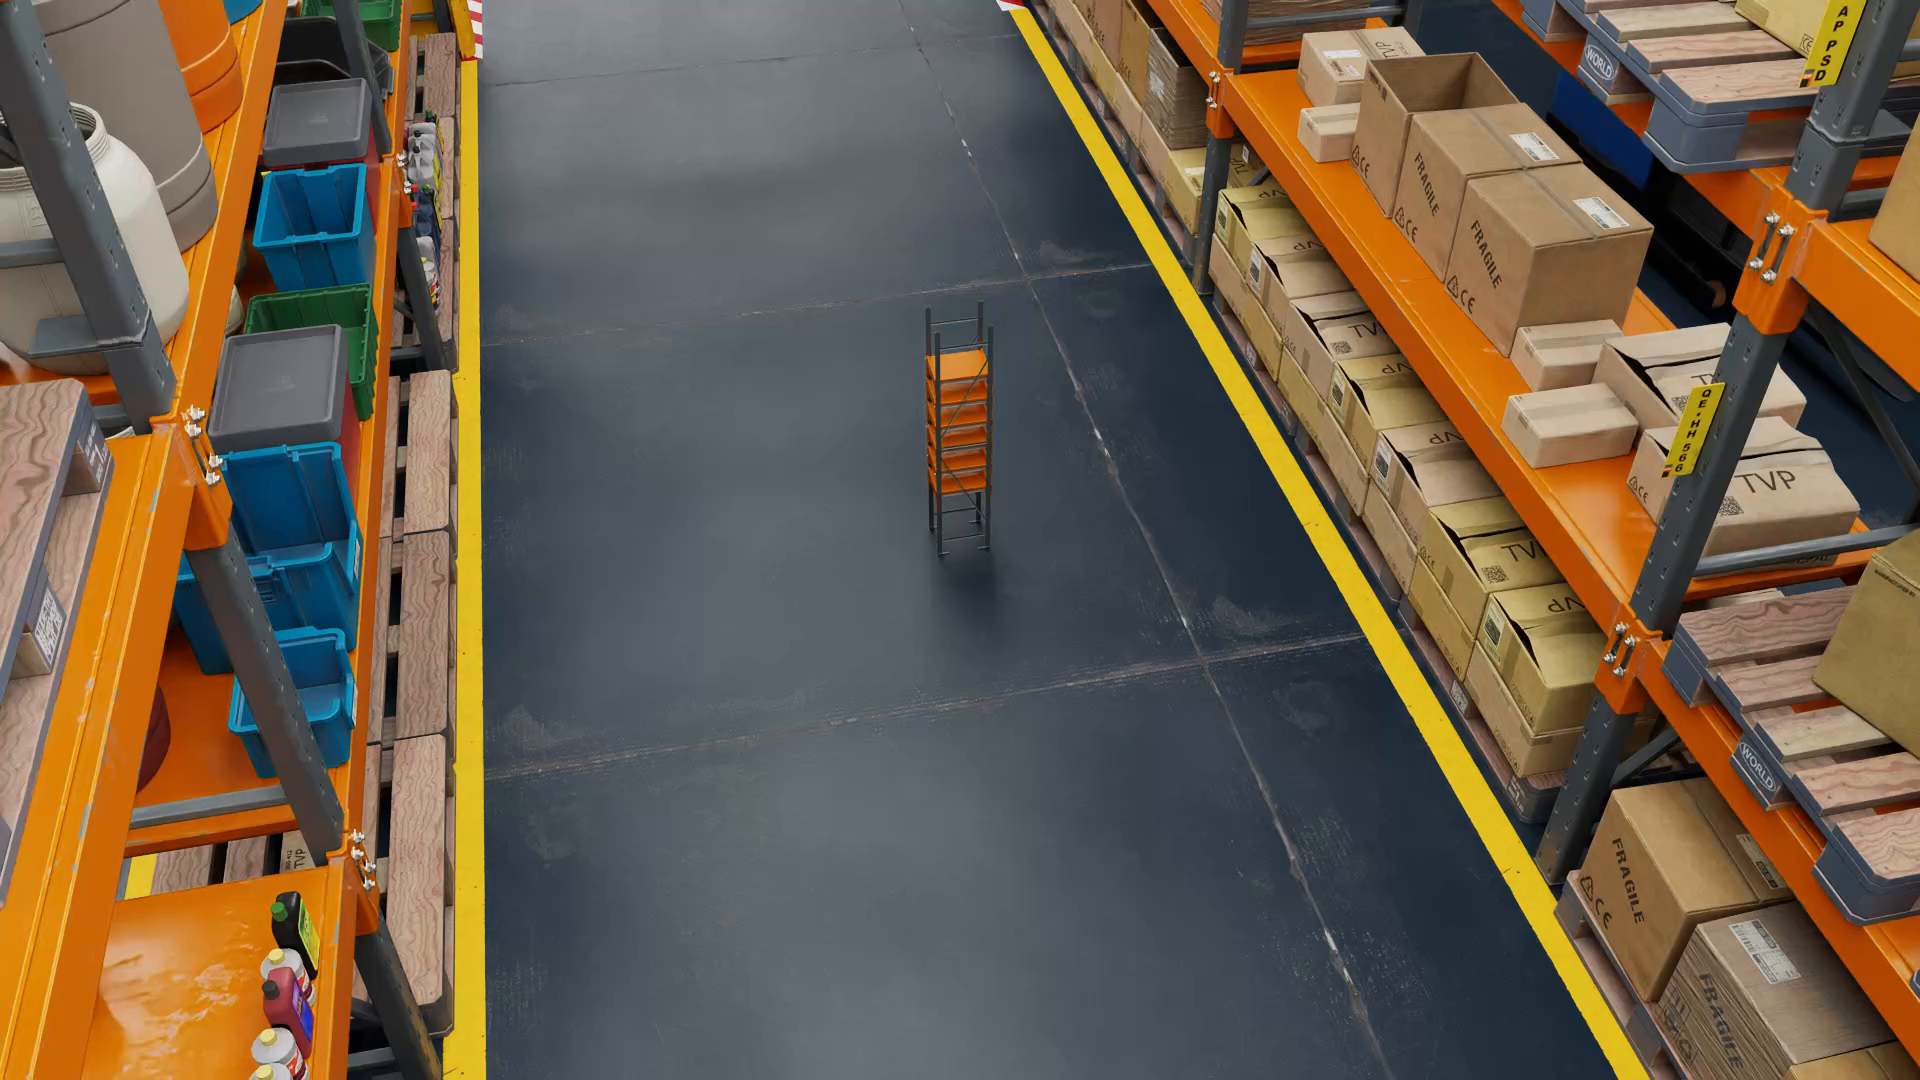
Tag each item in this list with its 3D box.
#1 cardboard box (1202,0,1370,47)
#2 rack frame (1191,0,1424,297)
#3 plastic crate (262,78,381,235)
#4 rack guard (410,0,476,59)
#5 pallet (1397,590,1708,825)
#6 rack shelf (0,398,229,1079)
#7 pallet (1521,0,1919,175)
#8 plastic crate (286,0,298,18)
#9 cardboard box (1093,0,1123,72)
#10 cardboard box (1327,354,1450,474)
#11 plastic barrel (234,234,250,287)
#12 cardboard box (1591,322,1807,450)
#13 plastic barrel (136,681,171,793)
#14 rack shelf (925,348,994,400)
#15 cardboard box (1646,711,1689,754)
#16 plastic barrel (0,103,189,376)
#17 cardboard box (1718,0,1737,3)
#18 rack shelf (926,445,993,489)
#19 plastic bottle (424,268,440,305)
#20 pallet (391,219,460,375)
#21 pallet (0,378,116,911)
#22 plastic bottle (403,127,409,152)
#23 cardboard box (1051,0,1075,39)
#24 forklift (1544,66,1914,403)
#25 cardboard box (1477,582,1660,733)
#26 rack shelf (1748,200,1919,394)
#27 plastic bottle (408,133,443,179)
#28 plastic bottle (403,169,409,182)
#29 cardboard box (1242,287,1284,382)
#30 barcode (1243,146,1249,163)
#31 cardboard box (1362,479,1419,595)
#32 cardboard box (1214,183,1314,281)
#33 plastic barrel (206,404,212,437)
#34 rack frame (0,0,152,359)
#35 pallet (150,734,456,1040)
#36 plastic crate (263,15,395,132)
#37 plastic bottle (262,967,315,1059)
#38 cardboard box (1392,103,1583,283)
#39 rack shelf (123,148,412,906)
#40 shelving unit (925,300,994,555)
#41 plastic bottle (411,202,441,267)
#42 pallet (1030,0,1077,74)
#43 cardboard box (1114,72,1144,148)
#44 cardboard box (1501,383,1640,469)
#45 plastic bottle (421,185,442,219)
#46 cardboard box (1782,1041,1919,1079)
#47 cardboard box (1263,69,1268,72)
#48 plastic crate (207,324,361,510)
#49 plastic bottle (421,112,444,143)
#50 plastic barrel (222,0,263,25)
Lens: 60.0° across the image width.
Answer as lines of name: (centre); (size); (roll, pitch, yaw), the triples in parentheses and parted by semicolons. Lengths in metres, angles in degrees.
cardboard box: (1.668, -2.876, 8.437); (0.700, 0.500, 0.500); (-9, 42, -10)
rack frame: (1.769, -2.552, 8.147); (1.000, 3.000, 0.127); (-8, 42, -9)
plastic crate: (-2.665, -1.599, 7.025); (0.402, 0.464, 0.583); (-8, 42, -9)
rack guard: (-3.869, -3.460, 11.053); (1.175, 0.500, 0.348); (-8, 42, -9)
pallet: (2.493, 0.544, 6.760); (1.003, 0.211, 1.213); (-8, 42, -9)
rack shelf: (-1.773, 1.192, 2.212); (1.077, 0.370, 4.000); (-8, 42, -9)
pallet: (2.399, -1.438, 4.774); (1.213, 0.211, 1.003); (-7, 42, -7)
plastic crate: (-3.666, -2.762, 8.583); (0.530, 0.136, 0.437); (-8, 42, -9)
cardboard box: (1.126, -3.202, 10.069); (0.500, 0.500, 0.500); (-8, 42, -9)
cardboard box: (1.949, -0.591, 7.270); (0.500, 0.311, 0.500); (-7, 42, -8)
plastic barrel: (-3.076, -1.244, 6.571); (0.433, 0.535, 0.433); (0, 42, 0)
cardboard box: (2.629, -0.533, 5.940); (0.500, 0.311, 0.500); (-9, 42, -10)
plastic barrel: (-2.601, 0.440, 4.674); (0.600, 0.536, 0.708); (-8, 42, -9)
rack shelf: (-0.003, -0.694, 6.935); (0.258, 0.103, 0.180); (-8, 42, -9)
cardboard box: (2.807, 0.530, 6.430); (0.500, 0.250, 0.500); (-8, 42, -9)
plastic barrel: (-1.972, -0.661, 3.673); (0.421, 0.512, 0.421); (0, 42, 0)
cardboard box: (2.349, -1.805, 4.843); (0.500, 0.250, 0.500); (-7, 42, -8)
rack shelf: (-0.003, -0.335, 7.253); (0.258, 0.103, 0.180); (-8, 42, -9)
plastic bottle: (-2.731, -1.298, 8.511); (0.097, 0.201, 0.097); (0, 42, 0)
pallet: (-3.172, -1.243, 8.773); (1.003, 0.211, 1.213); (-8, 42, -9)
pallet: (-2.135, 0.207, 2.922); (1.003, 0.211, 1.213); (-8, 42, -9)
plastic bottle: (-3.183, -2.276, 9.551); (0.061, 0.283, 0.133); (-8, 42, -9)
cardboard box: (0.916, -3.571, 11.050); (0.500, 0.250, 0.500); (-8, 42, -9)
forklift: (4.416, -2.615, 8.269); (1.130, 2.935, 3.031); (-11, 43, -12)
cardboard box: (2.279, 0.398, 6.156); (0.500, 0.311, 0.500); (-7, 42, -8)
rack shelf: (3.065, 0.484, 3.009); (1.077, 0.370, 4.000); (-8, 42, -9)
plastic bottle: (-3.049, -2.199, 9.469); (0.152, 0.276, 0.135); (-9, 42, -10)
plastic bottle: (-3.109, -1.934, 9.171); (0.152, 0.276, 0.135); (-8, 42, -9)
cardboard box: (1.724, -1.052, 8.213); (0.500, 0.250, 0.500); (-7, 42, -8)
barcode: (1.418, -1.916, 8.259); (0.001, 0.075, 0.075); (-8, 42, -9)
cardboard box: (2.061, -0.054, 7.088); (0.500, 0.250, 0.500); (-7, 42, -8)
cardboard box: (1.615, -1.587, 8.393); (0.500, 0.311, 0.500); (-8, 42, -9)
plastic barrel: (-2.824, -0.488, 5.720); (0.433, 0.535, 0.433); (0, 42, 0)
rack frame: (-2.205, -1.496, 2.438); (1.000, 3.000, 0.127); (-8, 42, -9)
pallet: (-2.334, 1.283, 5.927); (1.003, 0.211, 1.213); (-8, 42, -9)
plastic crate: (-3.057, -2.179, 7.774); (0.767, 0.338, 0.504); (-8, 42, -9)
plastic bottle: (-1.651, 1.142, 4.073); (0.061, 0.283, 0.133); (-8, 42, -9)
cardboard box: (2.141, -1.423, 6.800); (0.500, 0.500, 0.500); (-8, 42, -9)
rack shelf: (-2.636, -0.279, 6.129); (1.077, 0.370, 4.000); (-8, 42, -9)
shelving unit: (-0.003, -0.458, 7.144); (0.258, 1.200, 0.189); (-8, 42, -9)
plastic bottle: (-2.837, -1.601, 8.740); (0.144, 0.351, 0.185); (-7, 42, -8)
pallet: (1.112, -3.612, 11.442); (1.003, 0.211, 1.213); (-8, 42, -9)
cardboard box: (1.235, -2.598, 9.954); (0.500, 0.250, 0.500); (-8, 42, -9)
cardboard box: (2.169, -0.409, 5.922); (0.380, 0.149, 0.250); (-8, 42, -9)
plastic bottle: (-2.916, -1.855, 9.138); (0.097, 0.201, 0.097); (0, 42, 0)
cardboard box: (2.674, 1.811, 4.783); (0.500, 0.500, 0.500); (-9, 42, -10)
cardboard box: (1.859, -2.630, 9.425); (0.500, 0.500, 0.500); (-8, 42, -9)
plastic crate: (-2.255, -0.367, 5.638); (0.402, 0.464, 0.583); (-8, 42, -9)
plastic bottle: (-3.107, -2.428, 9.784); (0.097, 0.201, 0.097); (0, 42, 0)
plastic barrel: (-2.464, -2.008, 4.897); (0.600, 0.901, 0.708); (-8, 42, -9)
